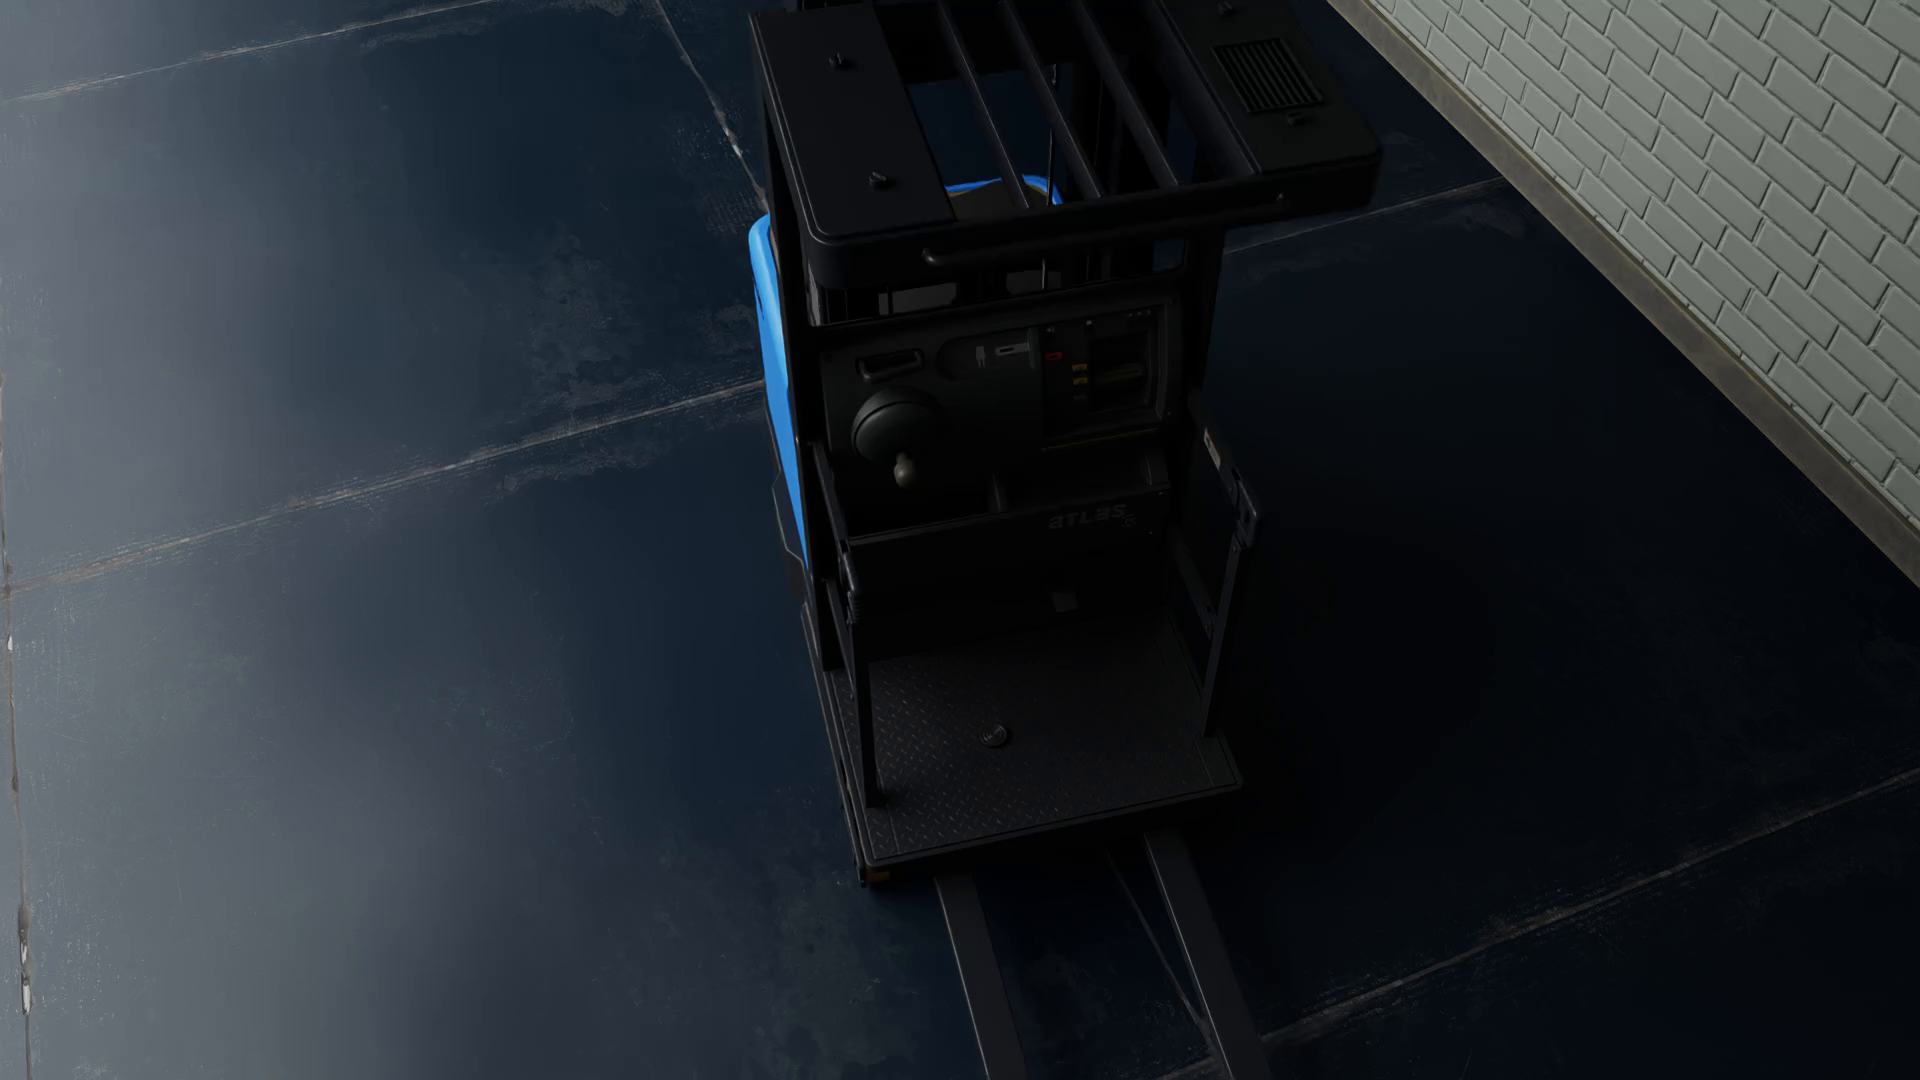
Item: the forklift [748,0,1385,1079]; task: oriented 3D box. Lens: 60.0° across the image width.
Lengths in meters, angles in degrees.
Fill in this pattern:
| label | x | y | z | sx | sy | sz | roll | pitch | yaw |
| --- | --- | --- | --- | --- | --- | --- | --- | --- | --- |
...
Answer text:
| label | x | y | z | sx | sy | sz | roll | pitch | yaw |
| --- | --- | --- | --- | --- | --- | --- | --- | --- | --- |
| forklift | 0.166 | -0.279 | 4.057 | 1.130 | 2.935 | 3.031 | -10 | 50 | -9 |
